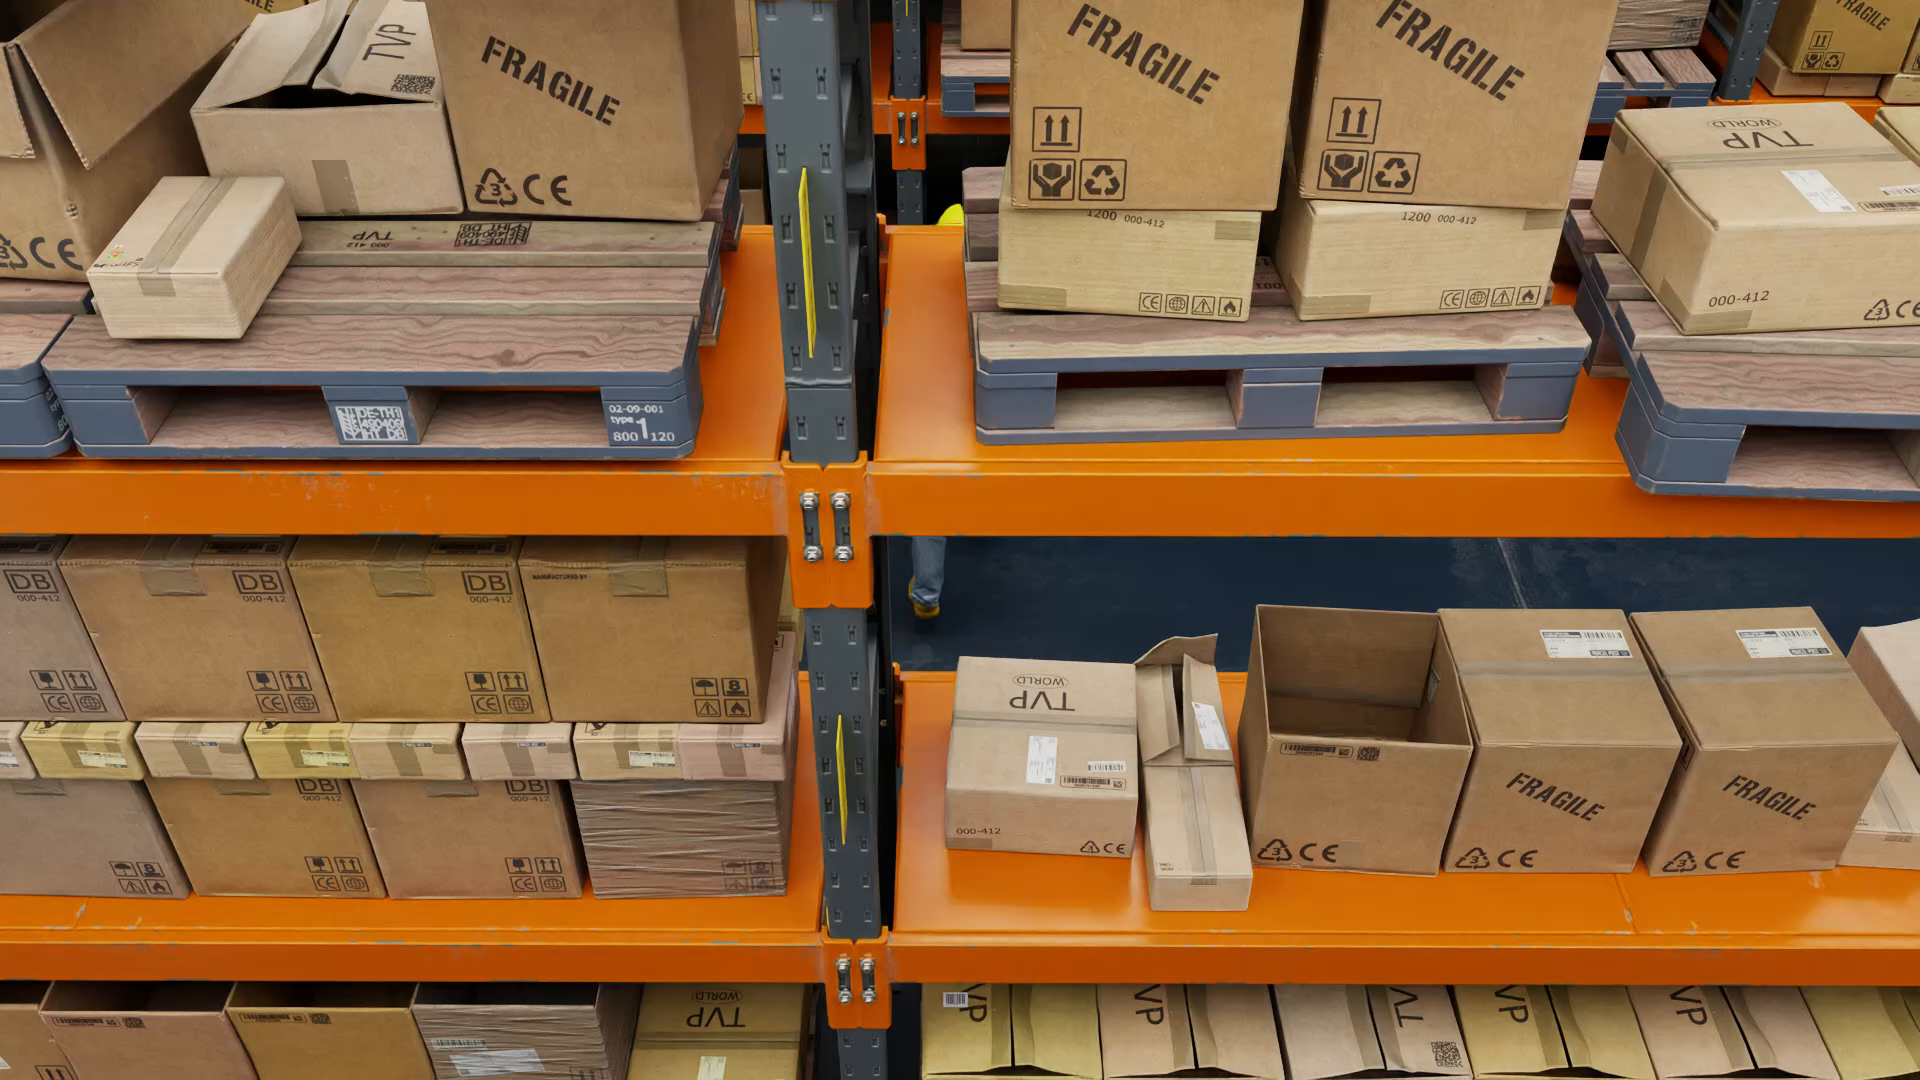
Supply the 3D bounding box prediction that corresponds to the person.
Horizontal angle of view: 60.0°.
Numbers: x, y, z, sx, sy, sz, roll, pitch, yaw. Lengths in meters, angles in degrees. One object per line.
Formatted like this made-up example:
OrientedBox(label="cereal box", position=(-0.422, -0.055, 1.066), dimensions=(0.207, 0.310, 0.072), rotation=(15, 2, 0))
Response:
OrientedBox(label="person", position=(0.000, -0.587, 6.854), dimensions=(0.700, 1.734, 0.996), rotation=(1, 39, 1))
